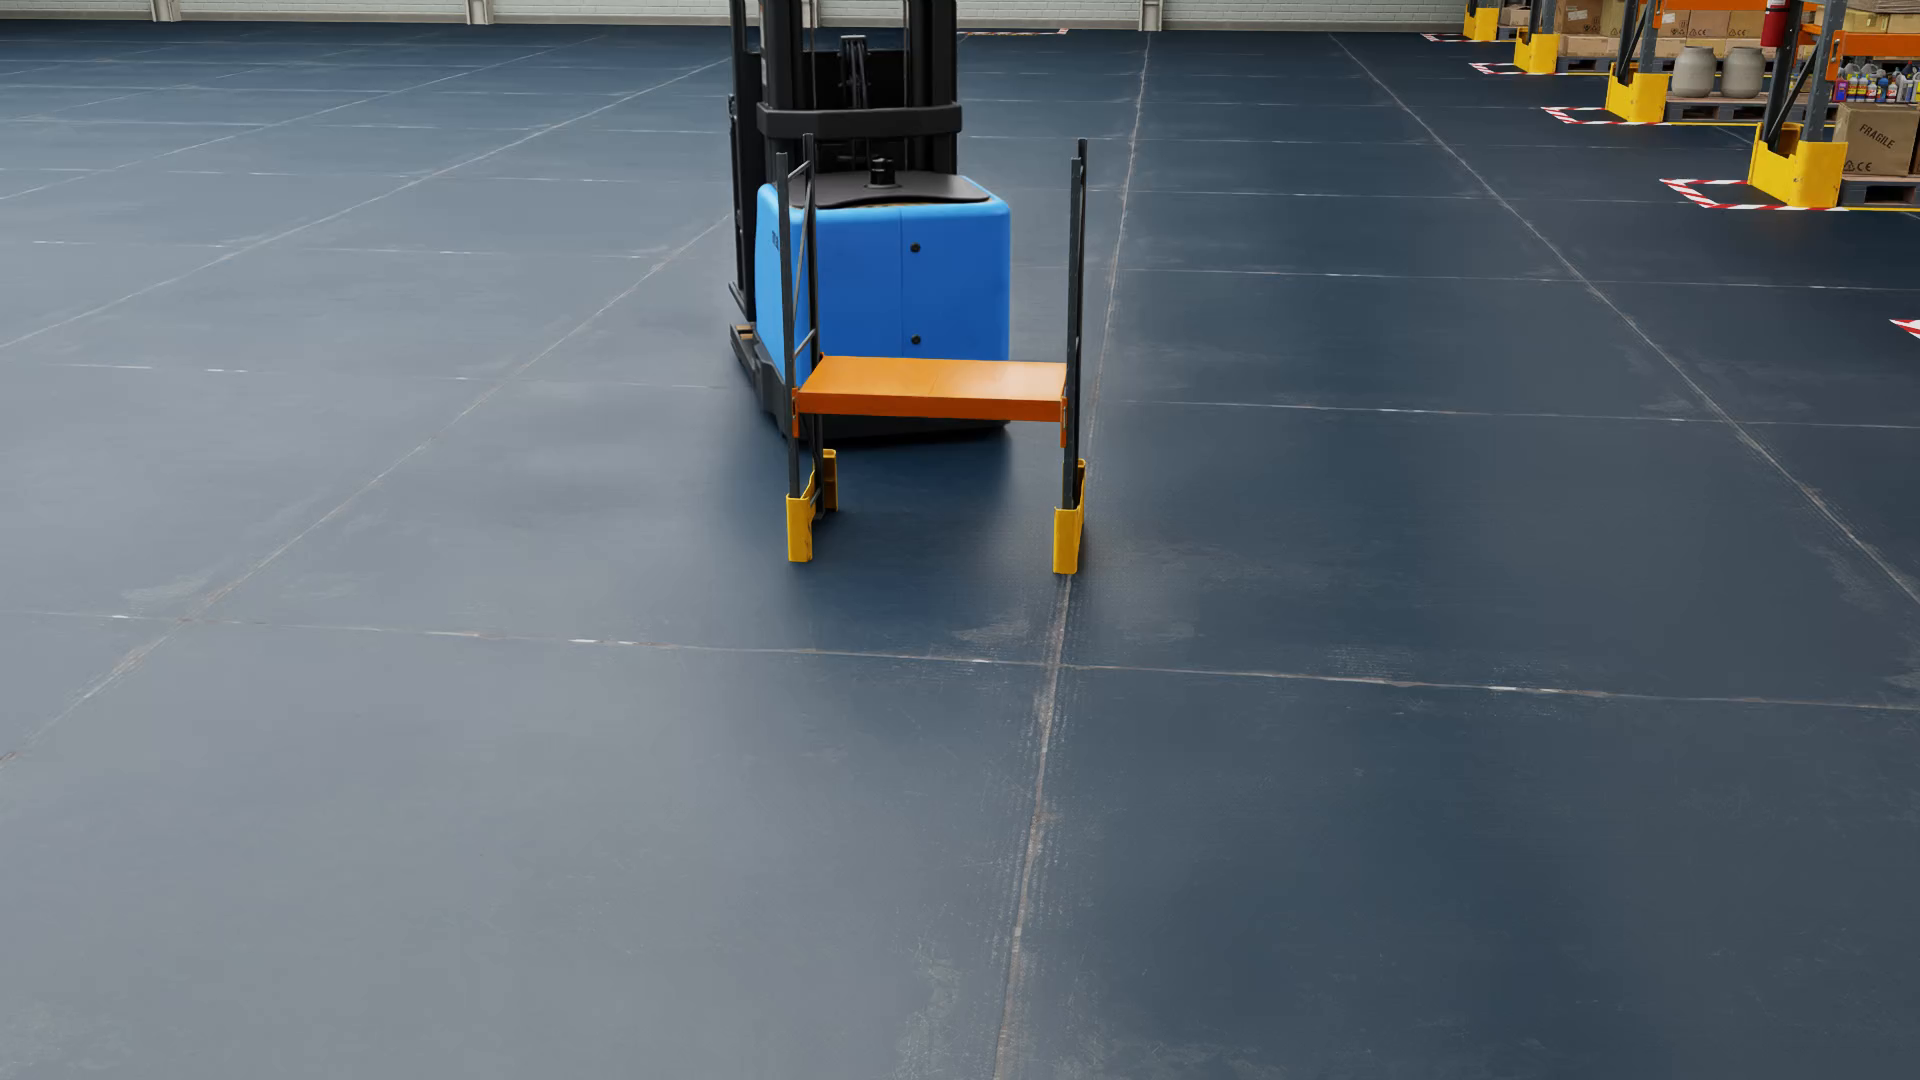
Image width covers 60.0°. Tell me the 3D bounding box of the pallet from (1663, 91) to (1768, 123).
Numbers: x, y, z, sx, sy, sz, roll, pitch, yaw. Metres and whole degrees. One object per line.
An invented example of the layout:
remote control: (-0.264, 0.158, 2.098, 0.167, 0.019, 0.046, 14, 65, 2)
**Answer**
pallet: (8.162, -4.701, 18.045, 1.213, 0.211, 1.003, 2, 22, 6)

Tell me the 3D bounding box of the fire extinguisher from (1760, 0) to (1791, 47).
fire extinguisher: (6.633, -4.350, 13.469, 0.183, 0.674, 0.296, 2, 22, 6)

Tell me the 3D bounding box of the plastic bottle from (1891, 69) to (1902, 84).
plastic bottle: (10.157, -4.971, 18.047, 0.097, 0.271, 0.097, 0, 22, 0)

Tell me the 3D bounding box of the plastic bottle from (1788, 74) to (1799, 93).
plastic bottle: (9.150, -5.005, 18.228, 0.097, 0.201, 0.097, 0, 22, 0)

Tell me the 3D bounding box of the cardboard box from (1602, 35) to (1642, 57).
cardboard box: (8.865, -6.622, 22.277, 0.500, 0.250, 0.500, 2, 22, 6)

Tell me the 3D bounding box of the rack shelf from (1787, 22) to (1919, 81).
rack shelf: (8.678, -3.792, 12.930, 4.000, 0.370, 1.077, 2, 22, 6)

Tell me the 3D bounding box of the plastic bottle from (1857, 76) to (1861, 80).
plastic bottle: (9.729, -4.927, 18.029, 0.097, 0.201, 0.097, 0, 22, 0)

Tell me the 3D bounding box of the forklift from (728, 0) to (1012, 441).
forklift: (-0.615, -2.313, 8.303, 1.130, 2.935, 3.031, -5, 22, -13)

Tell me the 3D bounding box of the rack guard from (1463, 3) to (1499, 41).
rack guard: (8.516, -8.473, 27.191, 0.348, 0.500, 1.175, 2, 22, 6)

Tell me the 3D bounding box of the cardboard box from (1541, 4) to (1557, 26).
cardboard box: (9.684, -8.505, 26.932, 0.500, 0.311, 0.500, 4, 22, 11)

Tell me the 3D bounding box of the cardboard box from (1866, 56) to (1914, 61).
cardboard box: (12.205, -6.465, 21.882, 0.500, 0.250, 0.500, 2, 22, 5)

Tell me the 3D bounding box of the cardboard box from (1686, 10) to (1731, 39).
cardboard box: (9.857, -6.925, 22.024, 0.500, 0.500, 0.500, 2, 22, 6)

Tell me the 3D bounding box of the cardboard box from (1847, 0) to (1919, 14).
cardboard box: (7.235, -4.364, 12.858, 0.500, 0.500, 0.875, 2, 22, 6)

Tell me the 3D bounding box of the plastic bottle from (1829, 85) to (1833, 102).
plastic bottle: (9.142, -4.728, 17.527, 0.097, 0.201, 0.097, 0, 22, 0)

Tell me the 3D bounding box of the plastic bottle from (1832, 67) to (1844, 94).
plastic bottle: (9.535, -5.013, 18.146, 0.135, 0.276, 0.152, 2, 22, 5)

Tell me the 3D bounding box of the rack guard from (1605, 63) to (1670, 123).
rack guard: (7.356, -4.873, 18.085, 0.348, 0.500, 1.175, 2, 22, 6)

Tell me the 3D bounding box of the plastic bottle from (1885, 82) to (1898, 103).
plastic bottle: (9.781, -4.700, 17.456, 0.097, 0.201, 0.097, 0, 22, 0)

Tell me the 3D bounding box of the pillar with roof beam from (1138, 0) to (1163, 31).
pillar with roof beam: (2.773, -11.402, 23.040, 0.400, 9.000, 9.100, 2, 22, 6)

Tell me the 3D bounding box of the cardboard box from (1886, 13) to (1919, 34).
cardboard box: (7.193, -3.979, 12.766, 0.250, 0.149, 0.380, 2, 22, 6)

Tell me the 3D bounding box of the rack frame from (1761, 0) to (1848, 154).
rack frame: (6.692, -4.213, 13.017, 0.127, 3.000, 1.000, 2, 22, 6)

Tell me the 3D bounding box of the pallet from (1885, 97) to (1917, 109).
pallet: (10.585, -4.596, 17.778, 1.213, 0.211, 1.003, 2, 22, 6)

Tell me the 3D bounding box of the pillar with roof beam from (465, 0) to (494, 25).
pillar with roof beam: (-9.144, -11.921, 24.353, 0.400, 9.000, 9.100, 2, 22, 6)

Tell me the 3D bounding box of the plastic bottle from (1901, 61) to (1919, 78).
plastic bottle: (10.307, -5.016, 18.051, 0.185, 0.351, 0.144, 2, 22, 4)

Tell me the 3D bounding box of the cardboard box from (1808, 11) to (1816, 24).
cardboard box: (11.410, -7.056, 22.357, 0.500, 0.500, 0.500, 2, 22, 6)

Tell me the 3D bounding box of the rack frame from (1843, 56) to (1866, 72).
rack frame: (11.834, -7.657, 21.727, 0.127, 3.000, 1.000, 2, 22, 6)

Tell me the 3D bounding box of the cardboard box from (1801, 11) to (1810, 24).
cardboard box: (10.852, -6.888, 21.932, 0.500, 0.500, 0.500, 2, 22, 6)

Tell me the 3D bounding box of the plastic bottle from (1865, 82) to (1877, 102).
plastic bottle: (9.577, -4.709, 17.479, 0.097, 0.201, 0.097, 0, 22, 0)

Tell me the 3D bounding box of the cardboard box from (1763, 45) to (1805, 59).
cardboard box: (10.852, -6.539, 22.068, 0.500, 0.250, 0.500, 2, 22, 6)

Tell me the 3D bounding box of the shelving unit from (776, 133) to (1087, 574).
shelving unit: (-0.076, -0.701, 6.172, 1.083, 1.500, 0.587, 2, 22, 6)

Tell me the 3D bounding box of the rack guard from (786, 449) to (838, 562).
rack guard: (-0.570, -0.141, 6.457, 0.087, 0.250, 0.587, 2, 22, 6)

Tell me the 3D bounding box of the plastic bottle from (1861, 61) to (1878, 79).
plastic bottle: (9.885, -5.034, 18.098, 0.185, 0.351, 0.144, 2, 22, 6)

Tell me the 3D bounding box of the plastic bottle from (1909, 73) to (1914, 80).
plastic bottle: (10.049, -4.773, 17.529, 0.133, 0.283, 0.061, 2, 22, 6)

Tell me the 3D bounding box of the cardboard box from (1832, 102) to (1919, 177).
cardboard box: (7.310, -3.213, 13.315, 0.500, 0.500, 0.500, 7, 23, 16)

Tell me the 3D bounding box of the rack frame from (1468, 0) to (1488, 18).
rack frame: (8.441, -9.638, 26.740, 0.127, 3.000, 1.000, 2, 22, 6)

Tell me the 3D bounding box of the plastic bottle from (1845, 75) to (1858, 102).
plastic bottle: (9.379, -4.750, 17.488, 0.097, 0.271, 0.097, 0, 22, 0)

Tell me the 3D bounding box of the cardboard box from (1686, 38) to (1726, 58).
cardboard box: (9.857, -6.576, 22.163, 0.500, 0.250, 0.500, 2, 22, 6)

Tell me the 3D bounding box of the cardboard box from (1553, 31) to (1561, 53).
cardboard box: (8.429, -6.831, 22.807, 0.500, 0.250, 0.500, 2, 22, 6)

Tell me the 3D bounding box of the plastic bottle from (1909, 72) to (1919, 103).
plastic bottle: (10.062, -4.766, 17.420, 0.185, 0.351, 0.144, 2, 22, 6)

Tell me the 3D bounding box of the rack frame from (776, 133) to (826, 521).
rack frame: (-0.590, -0.723, 6.229, 0.032, 1.500, 0.500, 2, 22, 6)

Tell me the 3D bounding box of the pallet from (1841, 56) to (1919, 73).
pallet: (12.570, -6.342, 22.195, 1.213, 0.211, 1.003, 2, 22, 6)

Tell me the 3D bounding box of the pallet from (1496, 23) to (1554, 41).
pallet: (9.319, -8.290, 27.123, 1.213, 0.211, 1.003, 2, 22, 6)

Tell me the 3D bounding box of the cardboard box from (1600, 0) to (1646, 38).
cardboard box: (8.865, -6.970, 22.138, 0.500, 0.500, 0.500, 2, 22, 6)

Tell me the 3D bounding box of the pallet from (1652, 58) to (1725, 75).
pallet: (9.834, -6.462, 22.496, 1.213, 0.211, 1.003, 2, 22, 6)

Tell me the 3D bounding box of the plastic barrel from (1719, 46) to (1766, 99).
plastic barrel: (8.435, -5.037, 17.914, 0.421, 0.512, 0.421, 0, 22, 0)
